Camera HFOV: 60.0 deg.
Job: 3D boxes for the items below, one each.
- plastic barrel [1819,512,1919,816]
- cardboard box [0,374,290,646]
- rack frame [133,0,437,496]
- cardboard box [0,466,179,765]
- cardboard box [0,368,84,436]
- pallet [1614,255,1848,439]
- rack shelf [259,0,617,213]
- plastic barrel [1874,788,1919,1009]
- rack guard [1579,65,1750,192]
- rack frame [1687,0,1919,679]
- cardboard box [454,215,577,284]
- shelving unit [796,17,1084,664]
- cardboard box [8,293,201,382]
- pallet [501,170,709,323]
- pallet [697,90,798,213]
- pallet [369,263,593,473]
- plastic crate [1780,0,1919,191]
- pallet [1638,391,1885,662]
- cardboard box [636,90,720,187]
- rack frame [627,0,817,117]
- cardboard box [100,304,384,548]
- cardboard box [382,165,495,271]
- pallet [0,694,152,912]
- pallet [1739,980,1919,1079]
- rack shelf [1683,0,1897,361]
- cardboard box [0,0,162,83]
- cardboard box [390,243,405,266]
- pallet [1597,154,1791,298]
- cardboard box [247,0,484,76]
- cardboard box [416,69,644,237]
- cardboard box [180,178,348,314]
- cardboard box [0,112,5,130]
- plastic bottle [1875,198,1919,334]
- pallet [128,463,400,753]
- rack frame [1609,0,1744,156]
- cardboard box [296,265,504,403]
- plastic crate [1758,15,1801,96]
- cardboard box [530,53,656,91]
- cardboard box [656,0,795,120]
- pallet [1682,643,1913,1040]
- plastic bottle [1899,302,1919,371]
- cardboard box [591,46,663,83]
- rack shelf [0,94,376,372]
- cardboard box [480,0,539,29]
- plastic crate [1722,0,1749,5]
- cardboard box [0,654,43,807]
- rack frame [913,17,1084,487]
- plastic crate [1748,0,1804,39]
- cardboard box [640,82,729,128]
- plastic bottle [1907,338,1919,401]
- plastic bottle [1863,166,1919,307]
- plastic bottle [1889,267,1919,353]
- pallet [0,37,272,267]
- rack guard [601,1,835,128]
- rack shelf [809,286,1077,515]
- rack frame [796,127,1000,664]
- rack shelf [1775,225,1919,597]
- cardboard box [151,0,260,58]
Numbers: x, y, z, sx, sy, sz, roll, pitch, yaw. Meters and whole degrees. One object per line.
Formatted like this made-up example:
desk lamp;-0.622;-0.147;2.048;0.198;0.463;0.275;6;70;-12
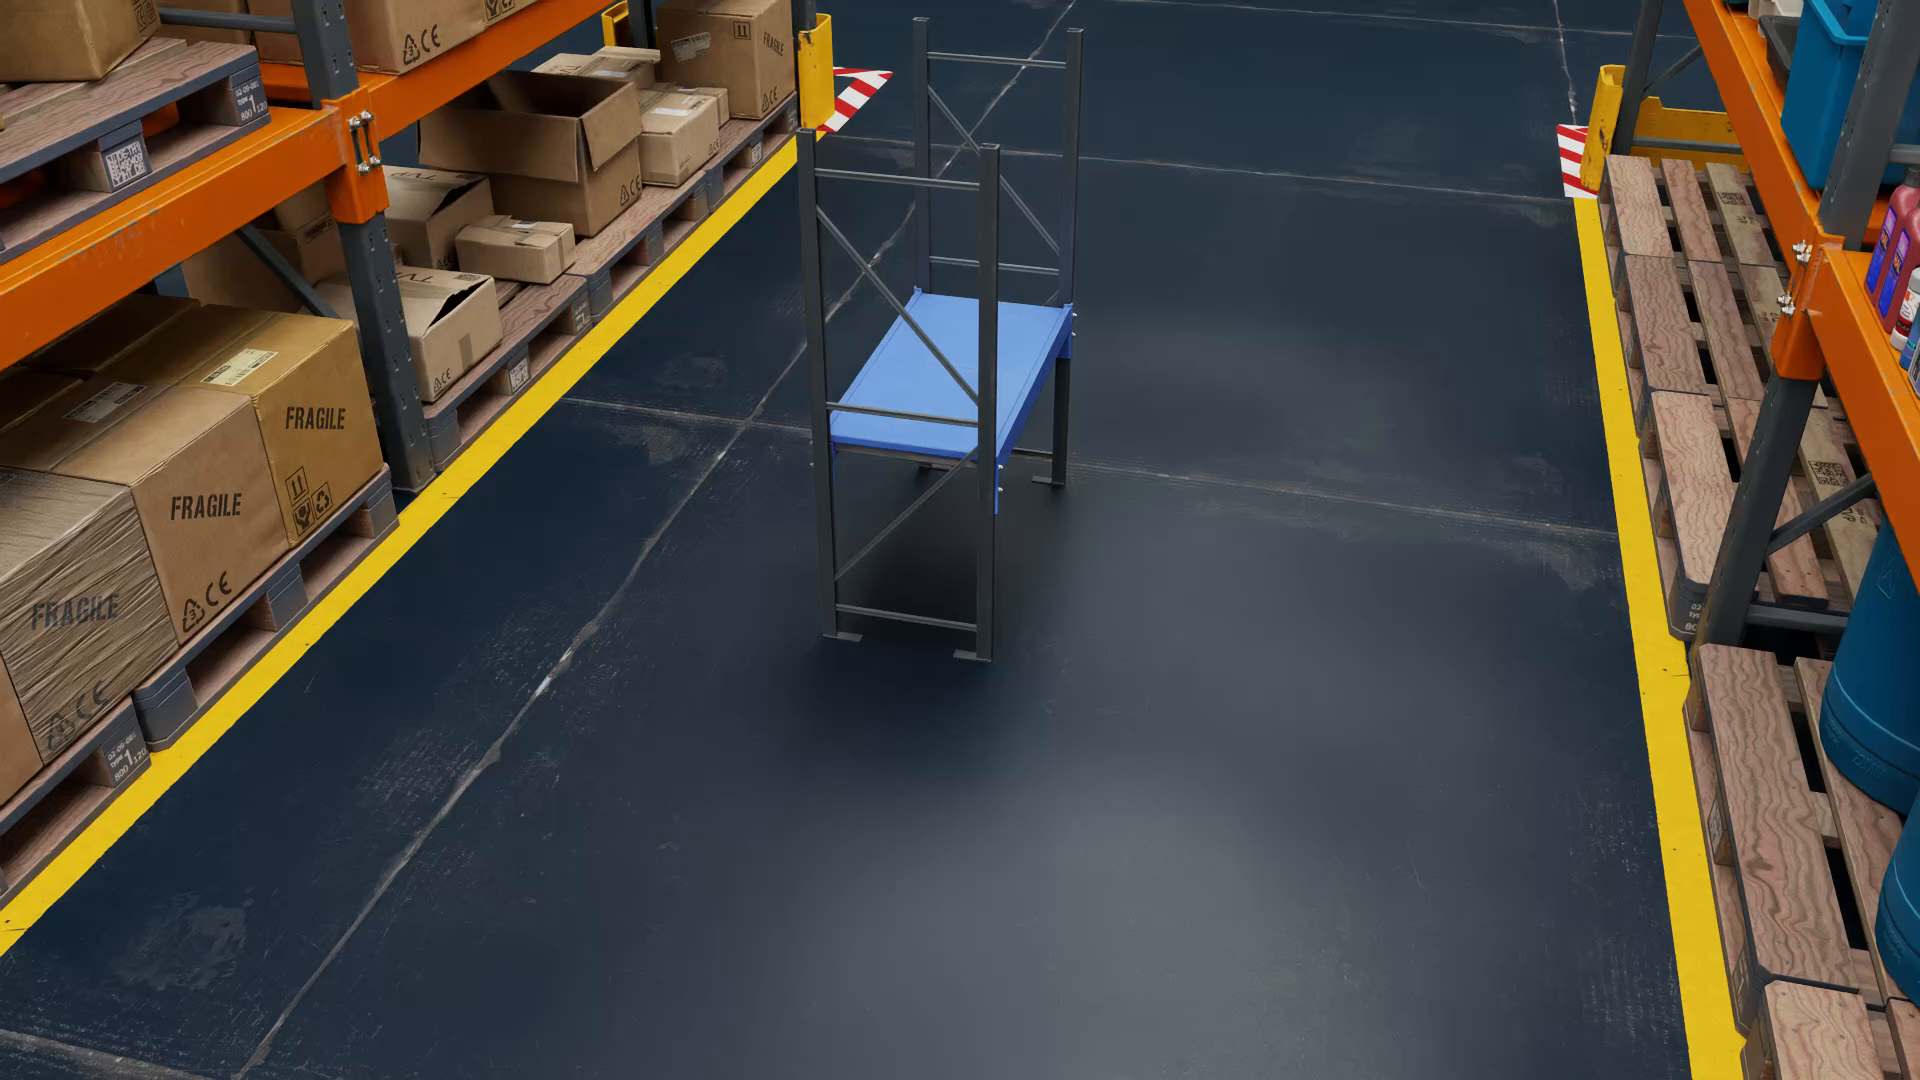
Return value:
plastic barrel;2.382;0.154;3.776;0.600;0.901;0.708;8;33;12
cardboard box;-2.235;-0.091;4.517;0.500;0.500;0.500;8;33;13
rack frame;-2.254;-1.511;4.830;1.000;3.000;0.127;8;33;12
cardboard box;-2.363;0.169;4.108;0.500;0.500;0.500;8;33;13
cardboard box;-2.737;-0.145;4.603;0.500;0.500;0.500;8;33;13
pallet;2.993;-0.680;6.122;1.003;0.211;1.213;8;33;12
rack shelf;-1.746;-2.245;6.656;1.077;0.370;4.000;8;33;12
plastic barrel;2.203;0.521;3.198;0.600;0.901;0.708;8;33;12
rack guard;3.545;-1.869;7.725;1.175;0.500;0.348;8;33;12
rack frame;2.537;-0.834;3.767;1.000;3.000;0.127;8;33;12
cardboard box;-1.728;-1.139;6.477;0.380;0.166;0.250;8;33;12
shelving unit;-0.022;-0.589;4.778;0.538;1.500;1.048;8;33;12
cardboard box;-2.612;-0.424;5.040;0.500;0.500;0.500;7;33;10
pallet;-1.771;-1.325;7.138;1.003;0.211;1.213;8;33;12
pallet;-1.459;-1.956;8.131;1.003;0.211;1.213;8;33;12
pallet;-2.078;-0.690;6.139;1.003;0.211;1.213;8;33;12
plastic crate;2.325;-1.142;4.209;0.392;0.384;0.575;8;33;12
pallet;2.686;-0.044;5.123;1.003;0.211;1.213;8;33;12
cardboard box;-1.408;-1.807;7.450;0.500;0.250;0.500;8;33;12
rack frame;-1.238;-3.586;8.096;1.000;3.000;0.127;8;33;12
cardboard box;-2.102;-0.346;4.919;0.500;0.500;0.500;8;33;12
cardboard box;-2.193;-1.285;6.572;0.500;0.311;0.500;8;33;12
pallet;-2.731;0.728;3.907;1.003;0.211;1.213;8;33;12
pallet;1.993;1.372;2.895;1.003;0.211;1.213;8;33;12
rack shelf;3.044;-1.569;5.592;1.077;0.370;4.000;8;33;12
cardboard box;-2.590;-1.515;4.352;0.700;0.500;0.500;-3;33;-4
cardboard box;-2.346;-1.030;6.322;0.380;0.149;0.250;8;33;12
pallet;3.305;-1.311;7.115;1.003;0.211;1.213;8;33;12
cardboard box;-1.861;-1.780;5.161;0.500;0.500;0.500;9;34;14
cardboard box;-1.782;-1.618;6.917;0.797;0.503;0.637;8;33;12
cardboard box;-2.383;-0.976;5.909;0.500;0.500;0.500;8;33;12
cardboard box;-2.703;-1.149;3.777;0.700;0.500;0.500;13;35;20
plastic bottle;1.997;-0.584;3.481;0.061;0.283;0.133;8;33;12
pallet;-2.423;0.093;4.906;1.003;0.211;1.213;8;33;12
rack frame;3.552;-2.910;7.032;1.000;3.000;0.127;8;33;12
cardboard box;-1.938;-0.750;5.730;0.500;0.311;0.500;8;33;12
plastic crate;2.561;-1.361;4.795;0.437;0.125;0.590;8;33;12
cardboard box;-1.778;-2.109;7.924;0.500;0.250;0.500;8;33;12
cardboard box;-1.138;-2.401;8.152;0.500;0.500;0.500;8;33;12
pallet;2.301;0.737;3.894;1.003;0.211;1.213;8;33;12
plastic bottle;1.961;-0.466;3.307;0.097;0.271;0.097;0;32;0
cardboard box;-1.677;-2.398;8.474;0.380;0.149;0.250;8;33;12
rack shelf;-2.761;-0.169;3.391;1.077;0.370;4.000;8;33;12
cardboard box;-1.734;-2.046;5.580;0.500;0.500;0.500;9;33;13
plastic crate;2.760;-1.942;5.610;0.416;0.233;0.300;8;33;12
cardboard box;-2.490;0.433;3.692;0.500;0.500;0.500;7;33;11
rack frame;0.107;-0.852;5.193;0.500;1.500;0.032;8;33;12
plastic crate;2.688;-1.693;5.307;0.293;0.136;0.466;8;33;12
cardboard box;-1.328;-2.063;7.930;0.380;0.166;0.250;8;33;12
plastic bottle;1.958;-0.404;3.205;0.152;0.276;0.135;8;33;12
plastic bottle;2.031;-0.653;3.590;0.061;0.283;0.133;8;33;12
plastic bottle;1.986;-0.487;3.405;0.097;0.201;0.097;0;32;0
pallet;-2.562;-1.030;4.253;1.003;0.211;1.213;8;33;12
rack guard;-1.258;-2.492;8.704;1.175;0.500;0.348;8;33;12
rack shelf;-0.022;-0.437;4.875;0.538;0.185;1.000;8;33;12
rack frame;-0.151;-0.325;4.363;0.500;1.500;0.032;8;33;12
rack shelf;2.029;0.507;2.327;1.077;0.370;4.000;8;33;12
cardboard box;-2.375;-1.847;5.267;0.500;0.500;0.500;9;33;13
